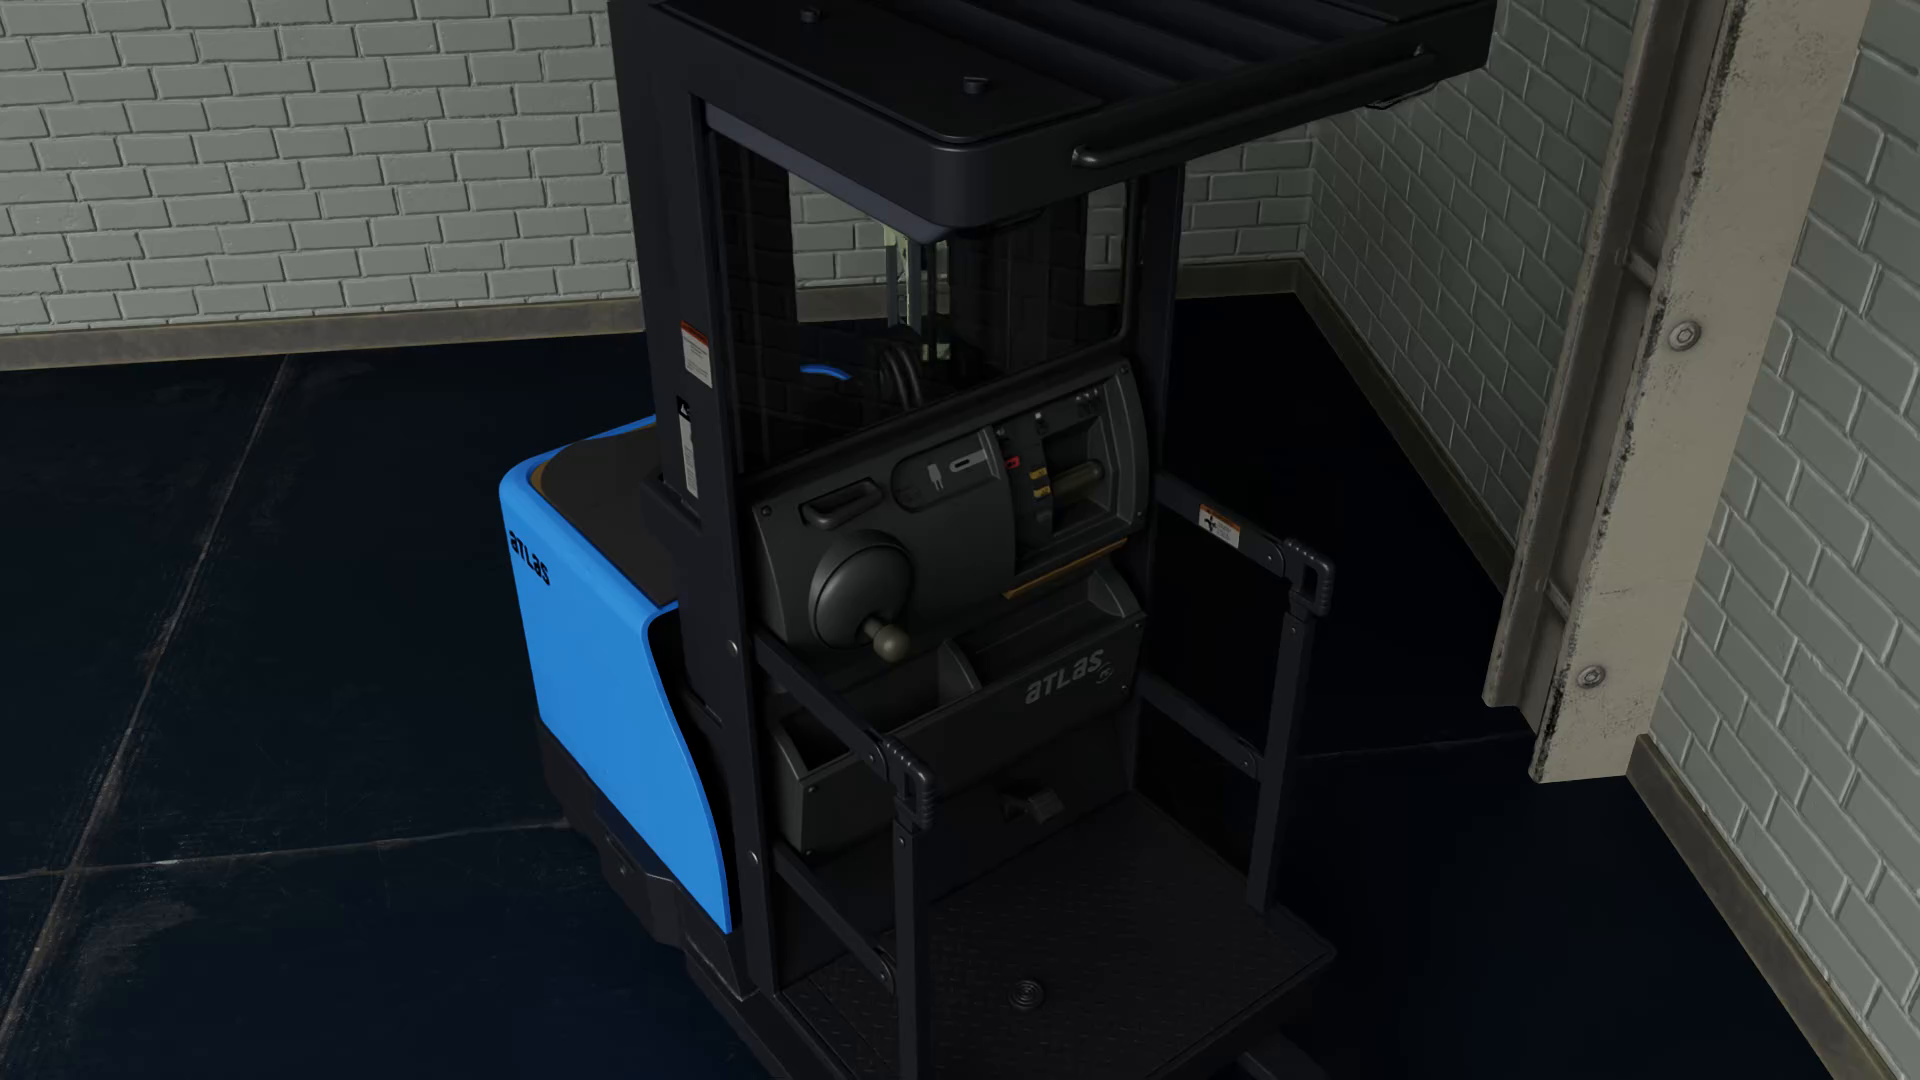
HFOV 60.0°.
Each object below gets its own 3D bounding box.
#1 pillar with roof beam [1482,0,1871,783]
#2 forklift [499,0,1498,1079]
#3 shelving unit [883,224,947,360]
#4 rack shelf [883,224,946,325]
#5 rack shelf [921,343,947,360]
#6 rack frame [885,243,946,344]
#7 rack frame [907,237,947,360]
[{"bbox_3d":[-2.503,-2.822,1.900,9.100,9.000,0.400,-4,35,-6],"label":"pillar with roof beam"},{"bbox_3d":[0.141,-0.013,3.166,1.130,2.935,3.031,-24,41,-30],"label":"forklift"},{"bbox_3d":[-0.001,-0.623,5.333,0.431,1.500,0.755,-4,35,-6],"label":"shelving unit"},{"bbox_3d":[-0.001,-0.946,5.113,0.431,0.370,0.720,-4,35,-6],"label":"rack shelf"},{"bbox_3d":[-0.001,-0.354,5.517,0.431,0.370,0.720,-4,35,-6],"label":"rack shelf"},{"bbox_3d":[-0.050,-0.828,5.633,0.400,1.500,0.023,-4,35,-6],"label":"rack frame"},{"bbox_3d":[0.048,-0.419,5.033,0.400,1.500,0.023,-4,35,-6],"label":"rack frame"}]
